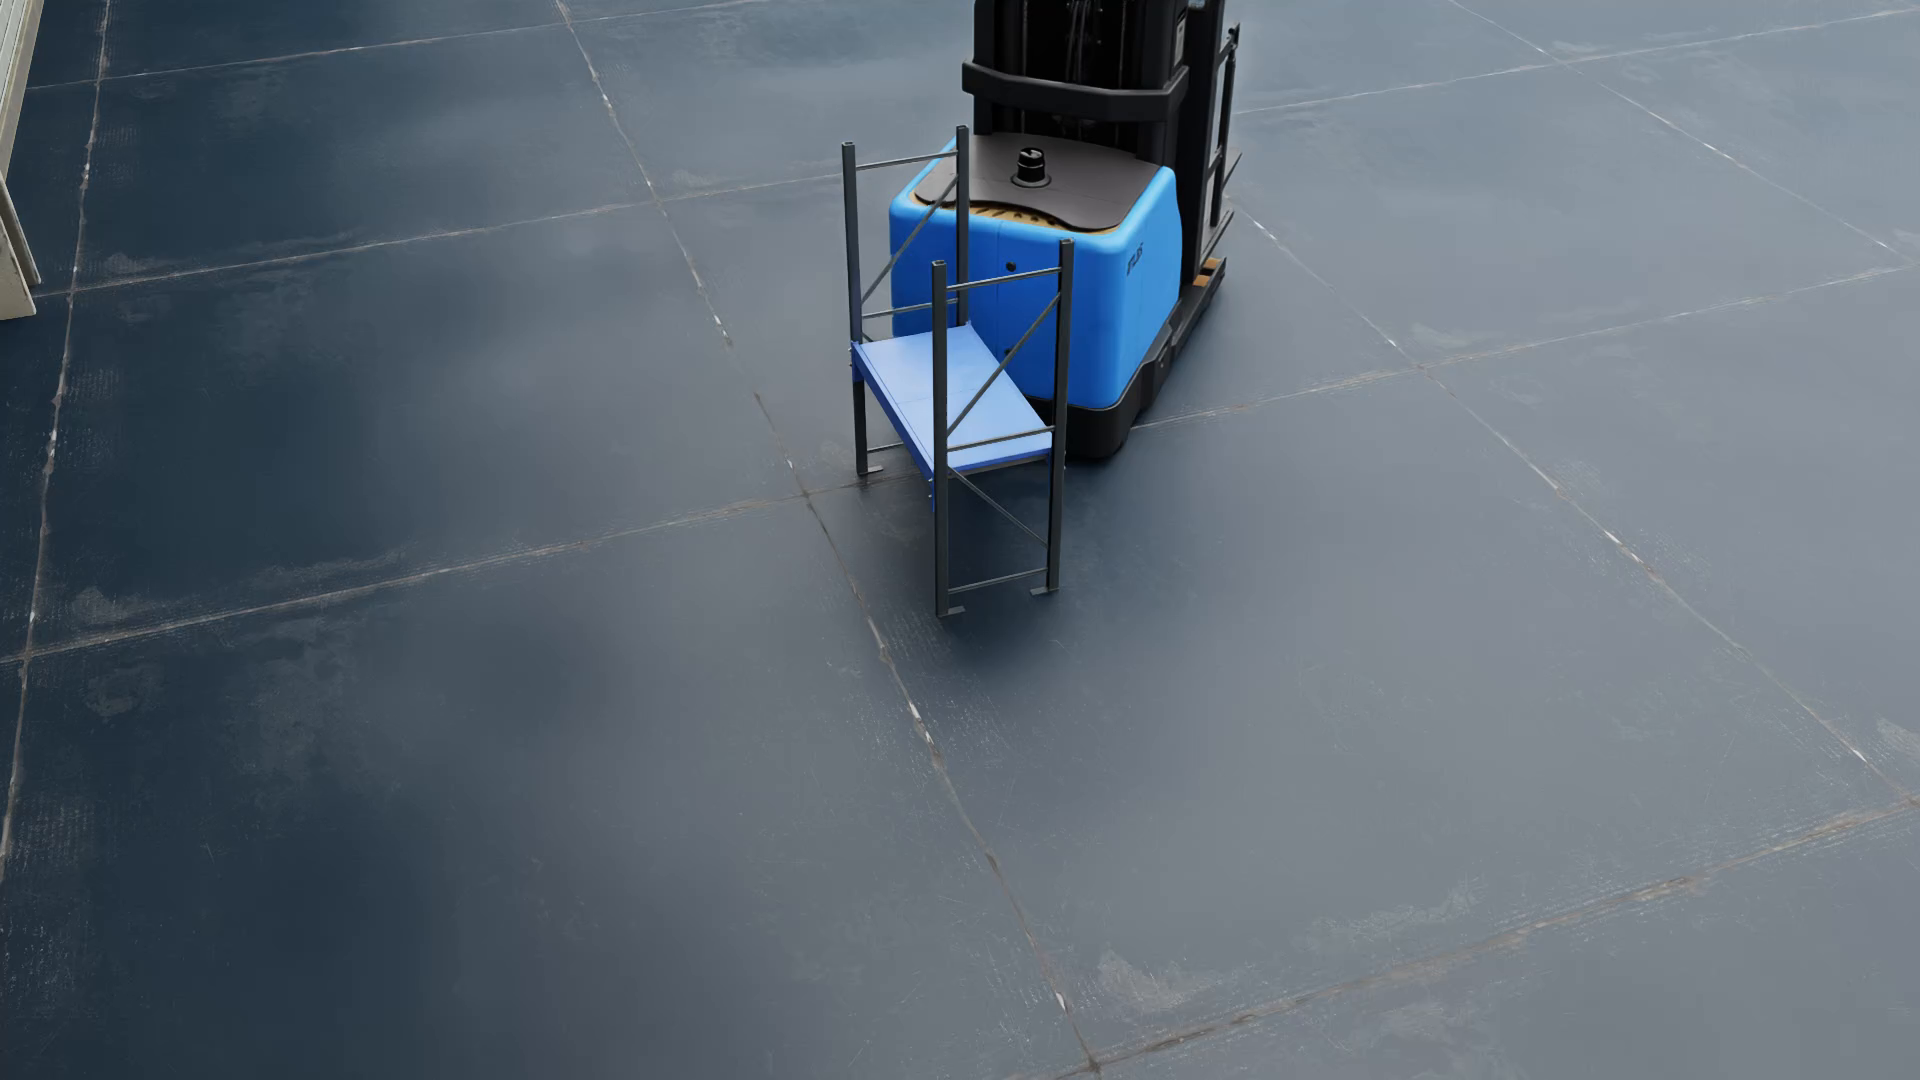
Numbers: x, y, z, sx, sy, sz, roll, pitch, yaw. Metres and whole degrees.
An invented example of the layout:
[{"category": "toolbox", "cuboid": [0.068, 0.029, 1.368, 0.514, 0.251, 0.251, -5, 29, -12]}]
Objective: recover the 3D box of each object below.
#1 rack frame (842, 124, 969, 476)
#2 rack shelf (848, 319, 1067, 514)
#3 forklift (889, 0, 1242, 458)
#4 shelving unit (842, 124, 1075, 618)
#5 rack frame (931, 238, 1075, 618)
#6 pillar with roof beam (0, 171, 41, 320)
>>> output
[{"category": "rack frame", "cuboid": [-0.204, -0.934, 6.744, 0.500, 1.500, 0.032, -12, 39, -16]}, {"category": "rack shelf", "cuboid": [-0.029, -0.504, 6.471, 0.538, 0.185, 1.000, -12, 39, -16]}, {"category": "forklift", "cuboid": [0.703, -2.408, 7.510, 1.130, 2.935, 3.031, 13, 39, 17]}, {"category": "shelving unit", "cuboid": [-0.029, -0.647, 6.363, 0.538, 1.500, 1.048, -12, 39, -16]}, {"category": "rack frame", "cuboid": [0.146, -0.360, 5.981, 0.500, 1.500, 0.032, -12, 39, -16]}, {"category": "pillar with roof beam", "cuboid": [-0.749, -5.681, 6.813, 9.100, 9.000, 0.400, -12, 39, -16]}]
